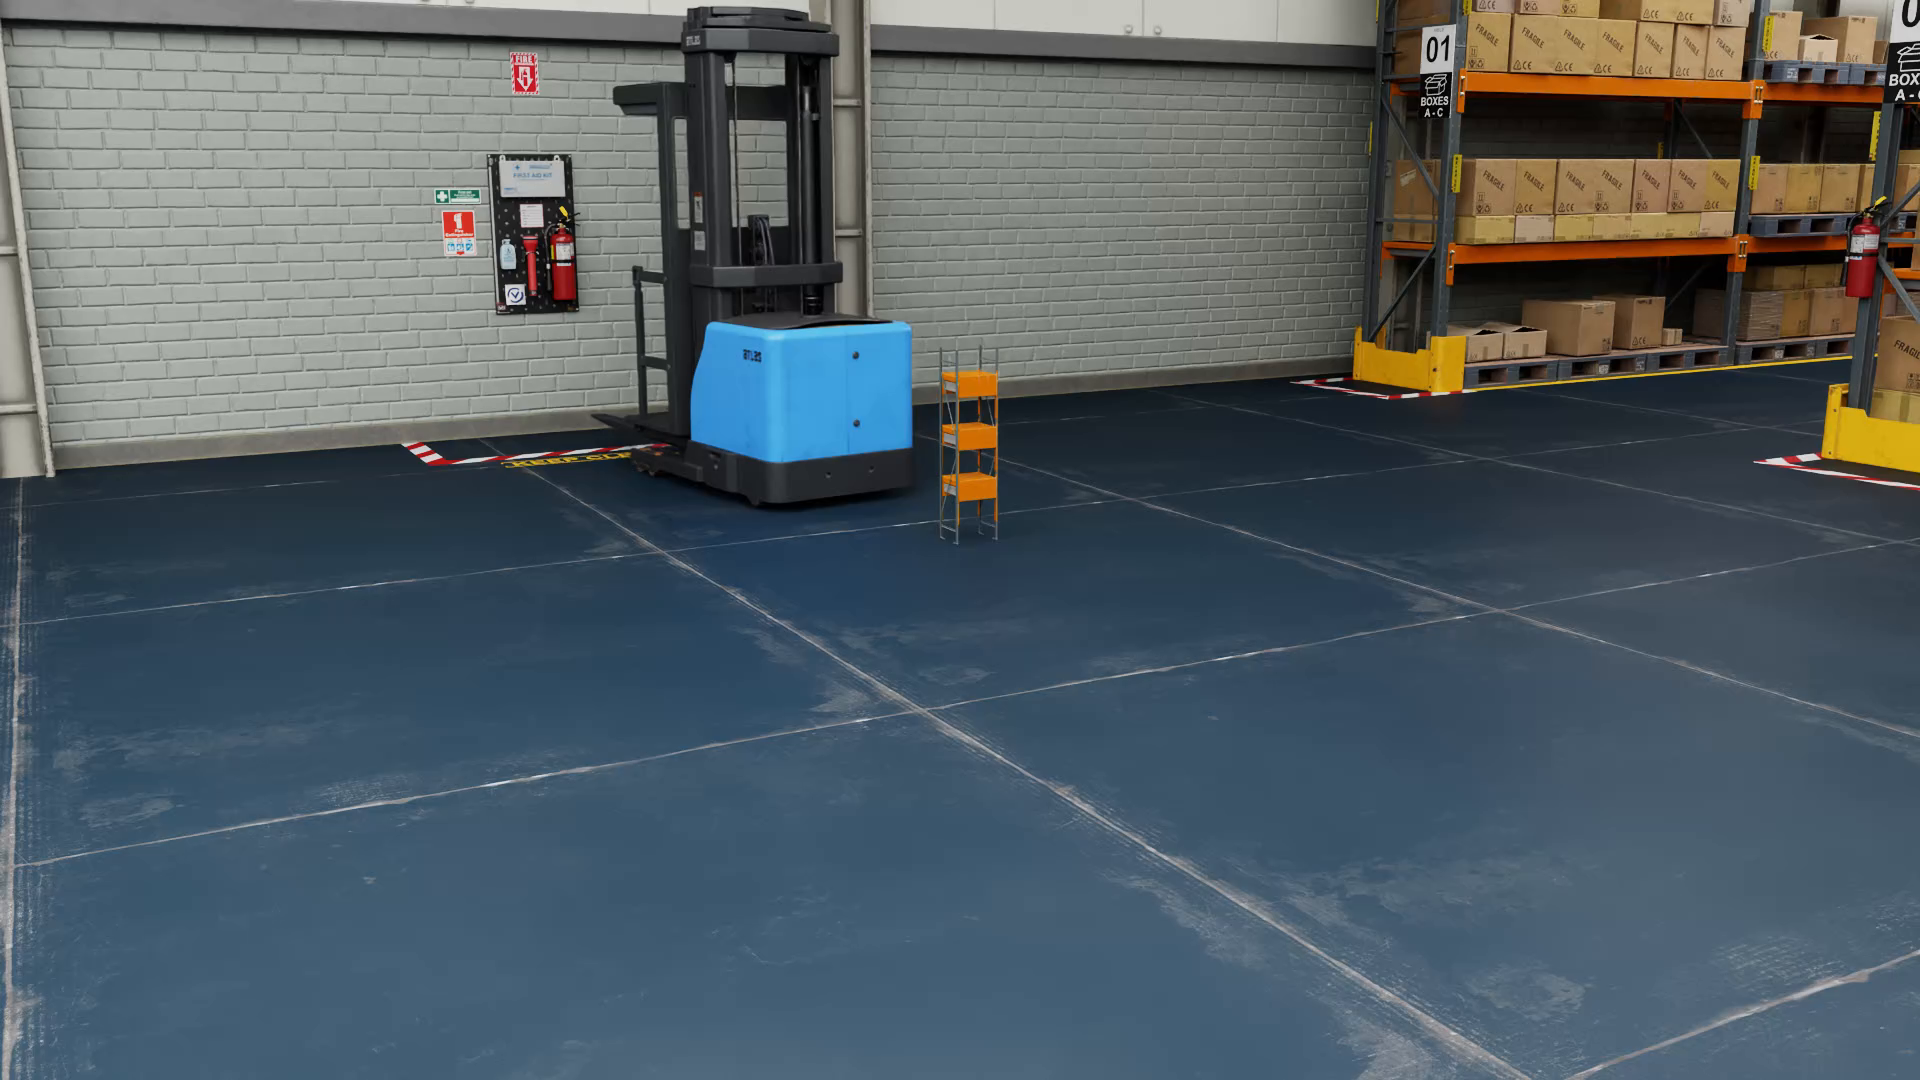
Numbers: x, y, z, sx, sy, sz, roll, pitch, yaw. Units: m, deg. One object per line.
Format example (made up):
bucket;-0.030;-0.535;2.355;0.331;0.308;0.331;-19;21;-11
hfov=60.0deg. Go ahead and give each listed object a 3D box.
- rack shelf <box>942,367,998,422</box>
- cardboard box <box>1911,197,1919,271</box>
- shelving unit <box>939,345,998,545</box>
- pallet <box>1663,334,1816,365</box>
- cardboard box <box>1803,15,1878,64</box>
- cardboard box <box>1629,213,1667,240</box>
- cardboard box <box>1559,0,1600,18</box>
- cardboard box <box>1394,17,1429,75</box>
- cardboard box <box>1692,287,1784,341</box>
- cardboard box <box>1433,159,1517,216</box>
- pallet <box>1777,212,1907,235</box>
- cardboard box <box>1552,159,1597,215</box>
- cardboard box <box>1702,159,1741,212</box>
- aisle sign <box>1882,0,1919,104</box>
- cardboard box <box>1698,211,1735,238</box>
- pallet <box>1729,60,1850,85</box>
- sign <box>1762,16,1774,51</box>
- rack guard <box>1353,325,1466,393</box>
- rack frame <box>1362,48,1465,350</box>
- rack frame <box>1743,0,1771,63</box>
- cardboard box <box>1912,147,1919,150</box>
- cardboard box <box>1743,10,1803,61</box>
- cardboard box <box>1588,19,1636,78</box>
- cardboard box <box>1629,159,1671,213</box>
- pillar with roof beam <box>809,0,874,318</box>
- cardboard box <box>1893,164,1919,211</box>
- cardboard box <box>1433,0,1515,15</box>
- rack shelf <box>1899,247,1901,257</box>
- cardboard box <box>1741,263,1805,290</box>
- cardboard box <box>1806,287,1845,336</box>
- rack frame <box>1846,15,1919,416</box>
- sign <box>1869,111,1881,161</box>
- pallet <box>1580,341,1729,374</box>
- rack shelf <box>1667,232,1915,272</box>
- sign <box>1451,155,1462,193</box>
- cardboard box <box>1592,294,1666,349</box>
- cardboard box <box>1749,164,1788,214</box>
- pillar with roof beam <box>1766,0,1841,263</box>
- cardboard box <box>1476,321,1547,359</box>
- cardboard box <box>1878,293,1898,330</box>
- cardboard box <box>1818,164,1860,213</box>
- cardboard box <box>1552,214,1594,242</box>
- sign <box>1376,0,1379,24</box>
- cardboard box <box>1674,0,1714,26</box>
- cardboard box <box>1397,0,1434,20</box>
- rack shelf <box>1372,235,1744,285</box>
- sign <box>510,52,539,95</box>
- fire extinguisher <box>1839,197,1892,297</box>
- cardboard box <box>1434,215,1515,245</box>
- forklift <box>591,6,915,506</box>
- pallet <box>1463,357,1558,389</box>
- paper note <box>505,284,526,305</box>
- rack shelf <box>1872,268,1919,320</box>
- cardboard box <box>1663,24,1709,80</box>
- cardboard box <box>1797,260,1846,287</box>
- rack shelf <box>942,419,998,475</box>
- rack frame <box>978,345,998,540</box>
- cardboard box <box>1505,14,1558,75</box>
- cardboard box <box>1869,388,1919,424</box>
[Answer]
rack shelf;0.047;-0.784;8.959;0.240;0.259;0.215;-7;14;-28
cardboard box;6.910;-2.055;11.182;0.500;0.500;0.700;-7;14;-28
shelving unit;0.047;-0.518;9.019;0.252;1.050;0.215;-7;14;-28
pallet;8.310;-2.057;17.767;1.213;0.211;1.003;-7;14;-28
cardboard box;9.228;-5.224;17.473;0.500;0.500;0.500;-7;15;-30
cardboard box;6.482;-3.057;16.155;0.500;0.250;0.500;-7;14;-28
cardboard box;5.480;-5.017;15.186;0.500;0.500;0.500;-6;14;-26
cardboard box;4.362;-4.529;15.295;0.500;0.500;0.500;-6;14;-24
cardboard box;8.266;-2.411;17.680;0.500;0.500;0.700;-6;14;-26
cardboard box;4.680;-3.209;15.124;0.500;0.500;0.500;-7;14;-28
pallet;9.421;-3.446;18.026;1.213;0.211;1.003;-7;14;-28
cardboard box;5.575;-3.312;15.582;0.500;0.500;0.500;-7;15;-30
cardboard box;7.361;-3.528;16.542;0.500;0.500;0.500;-7;14;-28
aisle sign;6.295;-3.278;10.921;0.004;0.787;0.394;-7;14;-28
cardboard box;7.357;-3.163;16.629;0.500;0.250;0.500;-7;14;-28
pallet;8.221;-4.751;16.984;1.003;0.211;1.213;-7;14;-28
sign;7.894;-4.947;16.249;0.005;0.325;0.100;-7;14;-28
rack guard;4.184;-1.703;15.536;0.348;0.500;1.175;-7;14;-28
rack frame;4.117;-2.914;15.226;0.127;3.000;1.000;-7;14;-28
rack frame;7.628;-6.262;16.437;0.127;3.000;1.000;-7;14;-28
cardboard box;11.413;-4.423;19.271;0.500;0.250;0.500;-6;14;-26
cardboard box;8.146;-5.094;16.896;0.500;0.500;0.500;-5;13;-20
cardboard box;5.933;-4.588;15.561;0.500;0.500;0.500;-6;14;-24
cardboard box;6.478;-3.423;16.077;0.500;0.500;0.500;-7;15;-29
pillar with roof beam;1.113;-4.620;9.144;0.400;9.000;9.100;-7;14;-28
cardboard box;10.253;-3.904;18.394;0.500;0.500;0.700;-8;15;-33
cardboard box;4.571;-4.918;14.746;0.500;0.500;0.500;-8;15;-32
rack shelf;12.894;-3.615;19.979;4.000;0.370;1.077;-7;14;-28
cardboard box;8.651;-2.823;17.807;0.500;0.250;0.500;-7;15;-29
cardboard box;9.163;-2.521;18.169;0.500;0.500;0.700;-7;14;-27
rack frame;6.494;-1.960;10.986;0.127;3.000;1.000;-7;14;-28
sign;6.246;-2.746;11.304;0.005;0.325;0.100;-7;14;-28
pallet;7.055;-1.897;17.058;1.213;0.211;1.003;-7;14;-28
rack shelf;9.383;-3.194;18.110;4.000;0.370;1.077;-7;14;-28
sign;4.377;-3.232;14.666;0.005;0.325;0.100;-7;14;-28
cardboard box;6.736;-2.213;16.802;0.500;0.500;0.500;-8;15;-32
cardboard box;8.091;-3.645;17.245;0.500;0.500;0.700;-7;14;-28
pillar with roof beam;11.646;-5.883;14.753;0.400;9.000;9.100;-7;14;-28
cardboard box;5.268;-1.932;15.986;0.500;0.311;0.500;-6;14;-23
cardboard box;10.024;-2.633;18.669;0.500;0.500;0.700;-7;14;-28
cardboard box;9.148;-3.778;17.835;0.500;0.500;0.700;-5;14;-20
cardboard box;5.596;-2.951;15.684;0.500;0.250;0.500;-7;15;-29
sign;3.868;-4.919;15.284;0.005;0.325;0.100;-7;14;-28
cardboard box;6.839;-5.180;15.910;0.500;0.500;0.500;-6;14;-25
cardboard box;4.370;-5.020;15.199;0.500;0.500;0.500;-6;14;-25
rack shelf;5.872;-2.774;16.240;4.000;0.370;1.077;-7;14;-28
sign;-3.192;-3.420;12.194;0.199;0.298;0.001;-7;14;-28
fire extinguisher;6.167;-1.999;11.337;0.183;0.674;0.296;-7;14;-28
cardboard box;4.697;-2.841;15.196;0.500;0.250;0.500;-7;15;-29
forklift;-1.545;-1.902;10.884;1.130;2.935;3.031;-9;15;-35
pallet;4.914;-1.640;15.917;1.213;0.211;1.003;-7;14;-28
paper note;-3.325;-1.836;12.440;0.142;0.148;0.016;-7;14;-28
rack shelf;8.249;-1.819;12.000;4.000;0.370;1.077;-7;14;-28
cardboard box;6.853;-4.705;16.080;0.500;0.500;0.500;-8;15;-33
cardboard box;9.552;-2.928;18.271;0.500;0.250;0.500;-7;14;-28
rack shelf;0.047;-0.507;9.021;0.240;0.259;0.215;-7;14;-28
rack frame;0.154;-0.531;9.076;0.008;1.050;0.200;-7;14;-28
cardboard box;5.019;-4.473;15.046;0.500;0.500;0.500;-6;14;-24
cardboard box;6.823;-0.937;11.745;0.500;0.250;0.500;-7;14;-28
